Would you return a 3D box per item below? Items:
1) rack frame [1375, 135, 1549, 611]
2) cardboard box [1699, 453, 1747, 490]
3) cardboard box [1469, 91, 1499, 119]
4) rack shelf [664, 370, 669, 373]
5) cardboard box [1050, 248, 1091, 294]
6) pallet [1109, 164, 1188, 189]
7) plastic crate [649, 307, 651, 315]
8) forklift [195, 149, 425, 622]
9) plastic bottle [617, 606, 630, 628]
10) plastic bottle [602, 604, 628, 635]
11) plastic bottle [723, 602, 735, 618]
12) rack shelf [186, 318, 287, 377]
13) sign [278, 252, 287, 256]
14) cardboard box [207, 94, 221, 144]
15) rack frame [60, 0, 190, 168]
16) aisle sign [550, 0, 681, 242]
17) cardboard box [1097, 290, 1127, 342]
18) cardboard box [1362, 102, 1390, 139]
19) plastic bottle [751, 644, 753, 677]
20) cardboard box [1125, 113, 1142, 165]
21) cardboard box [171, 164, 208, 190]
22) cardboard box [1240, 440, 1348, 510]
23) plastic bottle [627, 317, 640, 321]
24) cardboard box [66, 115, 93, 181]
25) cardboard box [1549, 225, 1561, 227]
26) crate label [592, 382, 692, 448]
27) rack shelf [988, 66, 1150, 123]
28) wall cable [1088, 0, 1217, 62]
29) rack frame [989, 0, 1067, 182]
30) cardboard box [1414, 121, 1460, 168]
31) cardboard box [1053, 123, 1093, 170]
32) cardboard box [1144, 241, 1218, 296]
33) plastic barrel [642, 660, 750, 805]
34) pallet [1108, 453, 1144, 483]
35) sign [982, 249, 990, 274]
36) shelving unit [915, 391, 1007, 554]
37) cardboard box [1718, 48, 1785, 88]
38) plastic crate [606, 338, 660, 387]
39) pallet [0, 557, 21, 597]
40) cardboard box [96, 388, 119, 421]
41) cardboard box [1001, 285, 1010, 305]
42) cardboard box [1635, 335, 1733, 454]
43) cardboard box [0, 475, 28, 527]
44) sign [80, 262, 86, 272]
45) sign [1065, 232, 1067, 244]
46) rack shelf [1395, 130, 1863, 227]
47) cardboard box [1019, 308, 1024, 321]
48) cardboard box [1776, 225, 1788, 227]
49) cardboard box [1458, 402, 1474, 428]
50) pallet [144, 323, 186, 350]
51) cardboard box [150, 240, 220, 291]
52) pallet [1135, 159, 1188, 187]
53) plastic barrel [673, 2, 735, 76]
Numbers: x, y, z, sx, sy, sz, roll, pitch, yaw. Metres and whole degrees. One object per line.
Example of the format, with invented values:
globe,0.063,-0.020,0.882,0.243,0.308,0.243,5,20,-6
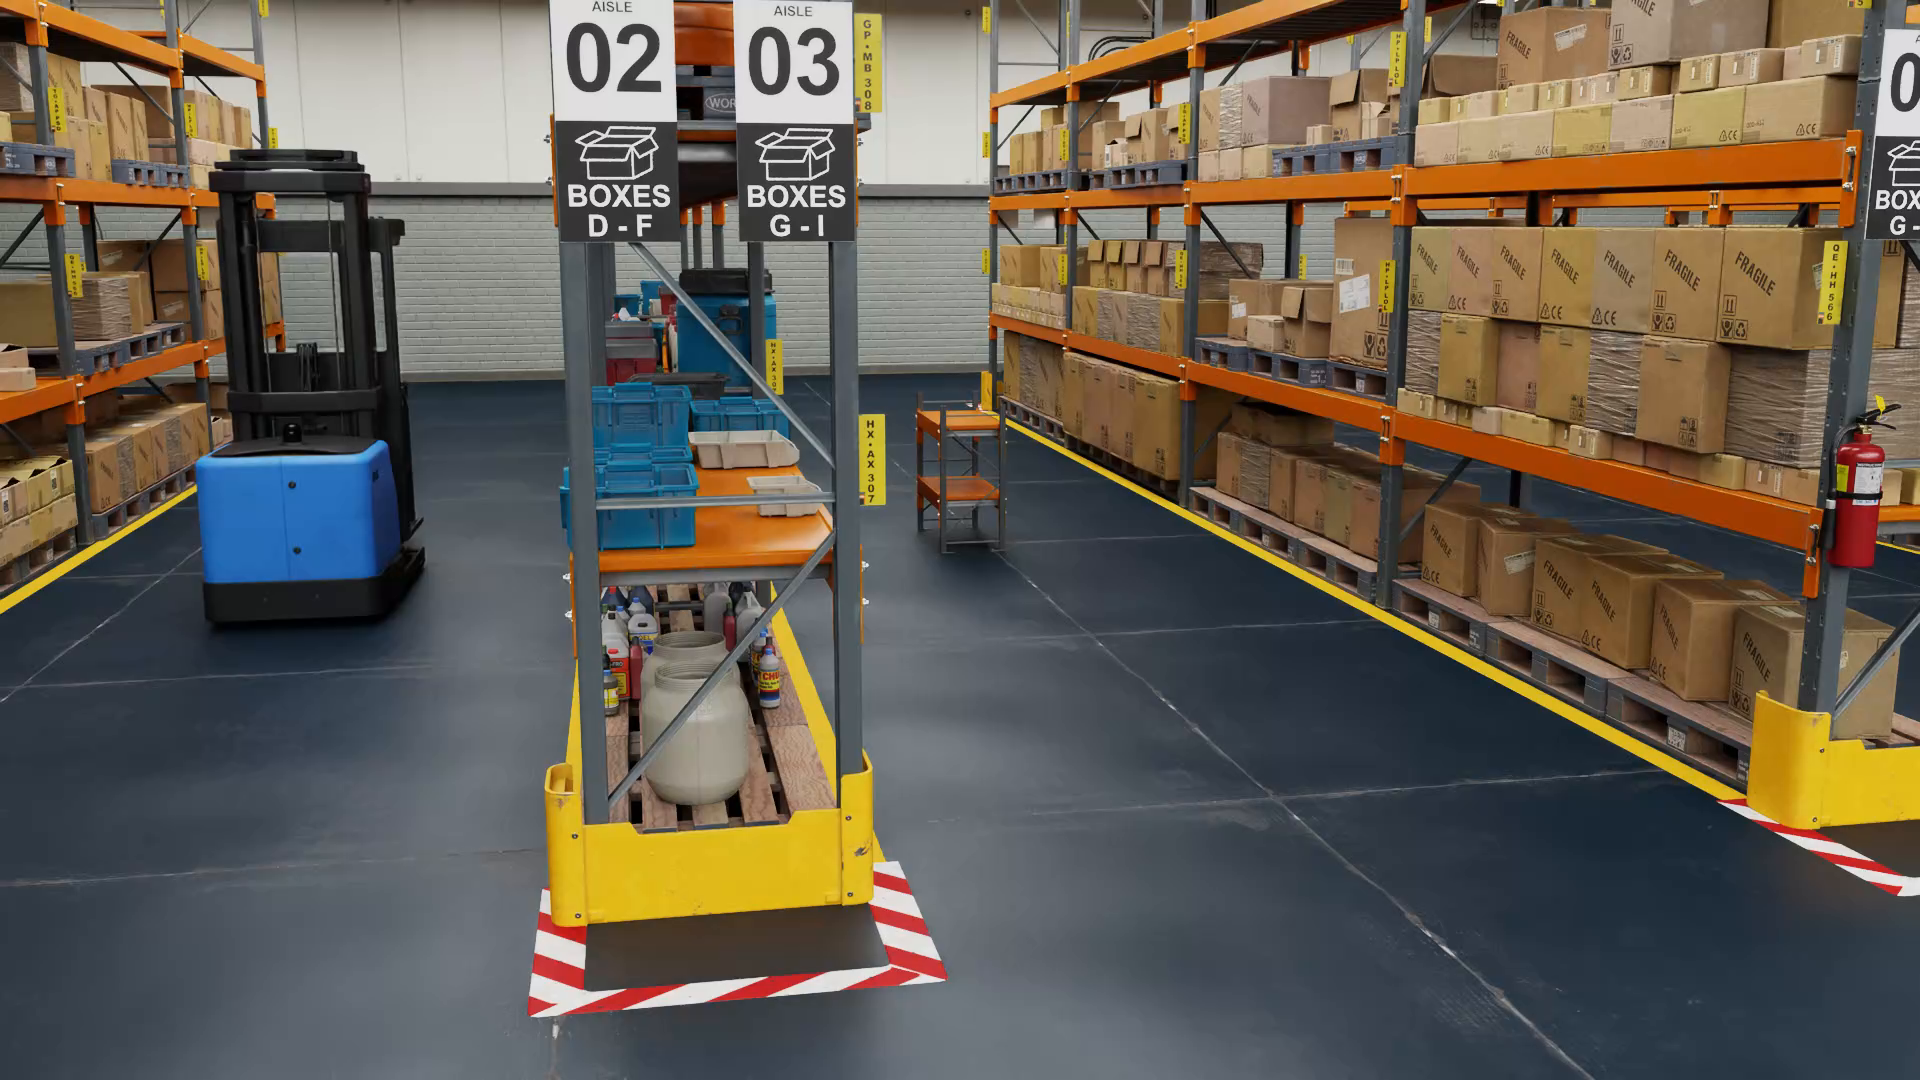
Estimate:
rack frame,3.223,-1.044,10.659,1.000,3.000,0.127,-2,11,-11
cardboard box,3.596,-0.322,7.536,0.380,0.149,0.250,-2,11,-11
cardboard box,3.135,-2.472,9.473,0.380,0.149,0.250,-2,11,-11
rack shelf,-2.024,-0.877,11.707,1.077,0.370,4.000,-2,11,-11
cardboard box,1.316,-3.027,18.676,0.500,0.500,0.500,-2,11,-9
pallet,2.048,-3.480,15.938,1.003,0.211,1.213,-2,11,-8
plastic crate,-3.590,-2.768,20.262,0.396,0.136,0.243,-2,11,-11
forklift,-4.390,-1.160,11.451,1.130,2.935,3.031,-2,11,-10
plastic bottle,-1.783,0.484,8.753,0.097,0.271,0.097,0,11,0
plastic bottle,-1.766,0.497,8.471,0.144,0.351,0.185,-2,11,-11
plastic bottle,-1.222,0.465,8.820,0.061,0.283,0.133,-2,11,-11
rack shelf,-8.439,-2.165,18.473,1.077,0.370,4.000,-2,11,-11
sign,-8.280,-3.626,20.282,0.100,0.325,0.005,-2,11,-11
cardboard box,-8.244,-4.442,17.546,0.700,0.500,0.500,-2,11,-11
rack frame,-8.050,-5.099,15.918,1.000,3.000,0.127,-2,11,-11
aisle sign,-1.134,-1.383,5.489,0.394,0.787,0.004,-2,11,-11
cardboard box,1.707,-2.283,16.901,0.500,0.500,0.500,-2,11,-12
cardboard box,2.943,-2.827,11.239,0.396,0.266,0.258,-2,11,-9
plastic bottle,-1.009,0.585,8.408,0.097,0.201,0.097,0,11,0
cardboard box,2.027,-3.882,16.149,0.797,0.503,0.637,-2,11,-12
cardboard box,-7.902,-3.650,16.728,0.500,0.250,0.500,-2,11,-11
cardboard box,2.716,-0.542,13.532,0.700,0.500,0.500,-3,11,-16
plastic bottle,-3.145,-2.007,16.051,0.152,0.276,0.135,-2,11,-11
cardboard box,-7.489,-3.113,13.240,0.910,0.500,0.500,-2,11,-11
cardboard box,6.704,-3.451,19.569,0.500,0.500,0.500,-2,11,-10
crate label,-1.480,-0.475,7.577,0.502,0.435,0.616,-2,11,-11
rack shelf,1.279,-5.275,19.839,1.077,0.370,4.000,-2,11,-11
wall cable,3.171,-8.935,27.468,2.277,5.999,0.120,-2,11,-11
rack frame,0.890,-6.192,21.662,1.000,3.000,0.127,-2,11,-11
cardboard box,3.060,-2.352,9.910,0.500,0.250,0.500,-3,11,-13
cardboard box,1.456,-4.431,18.772,0.700,0.500,0.500,-3,11,-14
cardboard box,2.195,-2.574,15.747,0.797,0.503,0.637,-2,11,-10
plastic barrel,-1.060,0.768,6.671,0.421,0.512,0.421,0,11,0
pallet,2.132,-0.778,16.722,1.003,0.211,1.213,-2,11,-11
sign,0.344,-3.690,22.034,0.100,0.325,0.005,-2,11,-11
shelving unit,-0.001,-0.554,13.098,0.538,1.125,1.048,-2,11,-11
cardboard box,3.545,-2.044,7.225,0.380,0.149,0.250,-3,11,-13
plastic crate,-2.029,-0.973,10.115,0.402,0.464,0.583,-2,11,-11
pallet,-6.917,0.327,10.911,1.003,0.211,1.213,-2,11,-11
cardboard box,-8.001,-1.227,15.125,0.500,0.250,0.500,-2,11,-11
cardboard box,0.826,-3.124,21.195,0.500,0.250,0.500,-2,11,-12
cardboard box,3.706,-0.695,7.762,0.875,0.500,0.500,-2,11,-11
cardboard box,-6.726,-0.274,11.346,0.500,0.311,0.500,-2,11,-11
sign,-8.581,-2.556,16.287,0.100,0.325,0.005,-2,11,-11
sign,1.425,-3.947,22.182,0.100,0.325,0.005,-2,11,-11
rack shelf,3.612,-1.797,8.519,1.077,0.370,4.000,-2,11,-11
cardboard box,0.935,-2.762,20.359,0.380,0.149,0.250,-2,11,-12
cardboard box,10.830,-4.012,21.578,0.380,0.149,0.250,-2,11,-12
cardboard box,3.140,-0.734,9.700,0.380,0.149,0.250,-2,11,-11
pallet,-8.002,-1.907,15.706,1.003,0.211,1.213,-2,11,-11
cardboard box,-7.866,-2.789,16.884,0.500,0.500,0.500,-2,11,-10
pallet,2.268,-3.275,14.861,1.213,0.211,1.003,-2,11,-8
plastic barrel,-1.076,-2.106,5.943,0.600,0.830,0.708,-2,11,-11
